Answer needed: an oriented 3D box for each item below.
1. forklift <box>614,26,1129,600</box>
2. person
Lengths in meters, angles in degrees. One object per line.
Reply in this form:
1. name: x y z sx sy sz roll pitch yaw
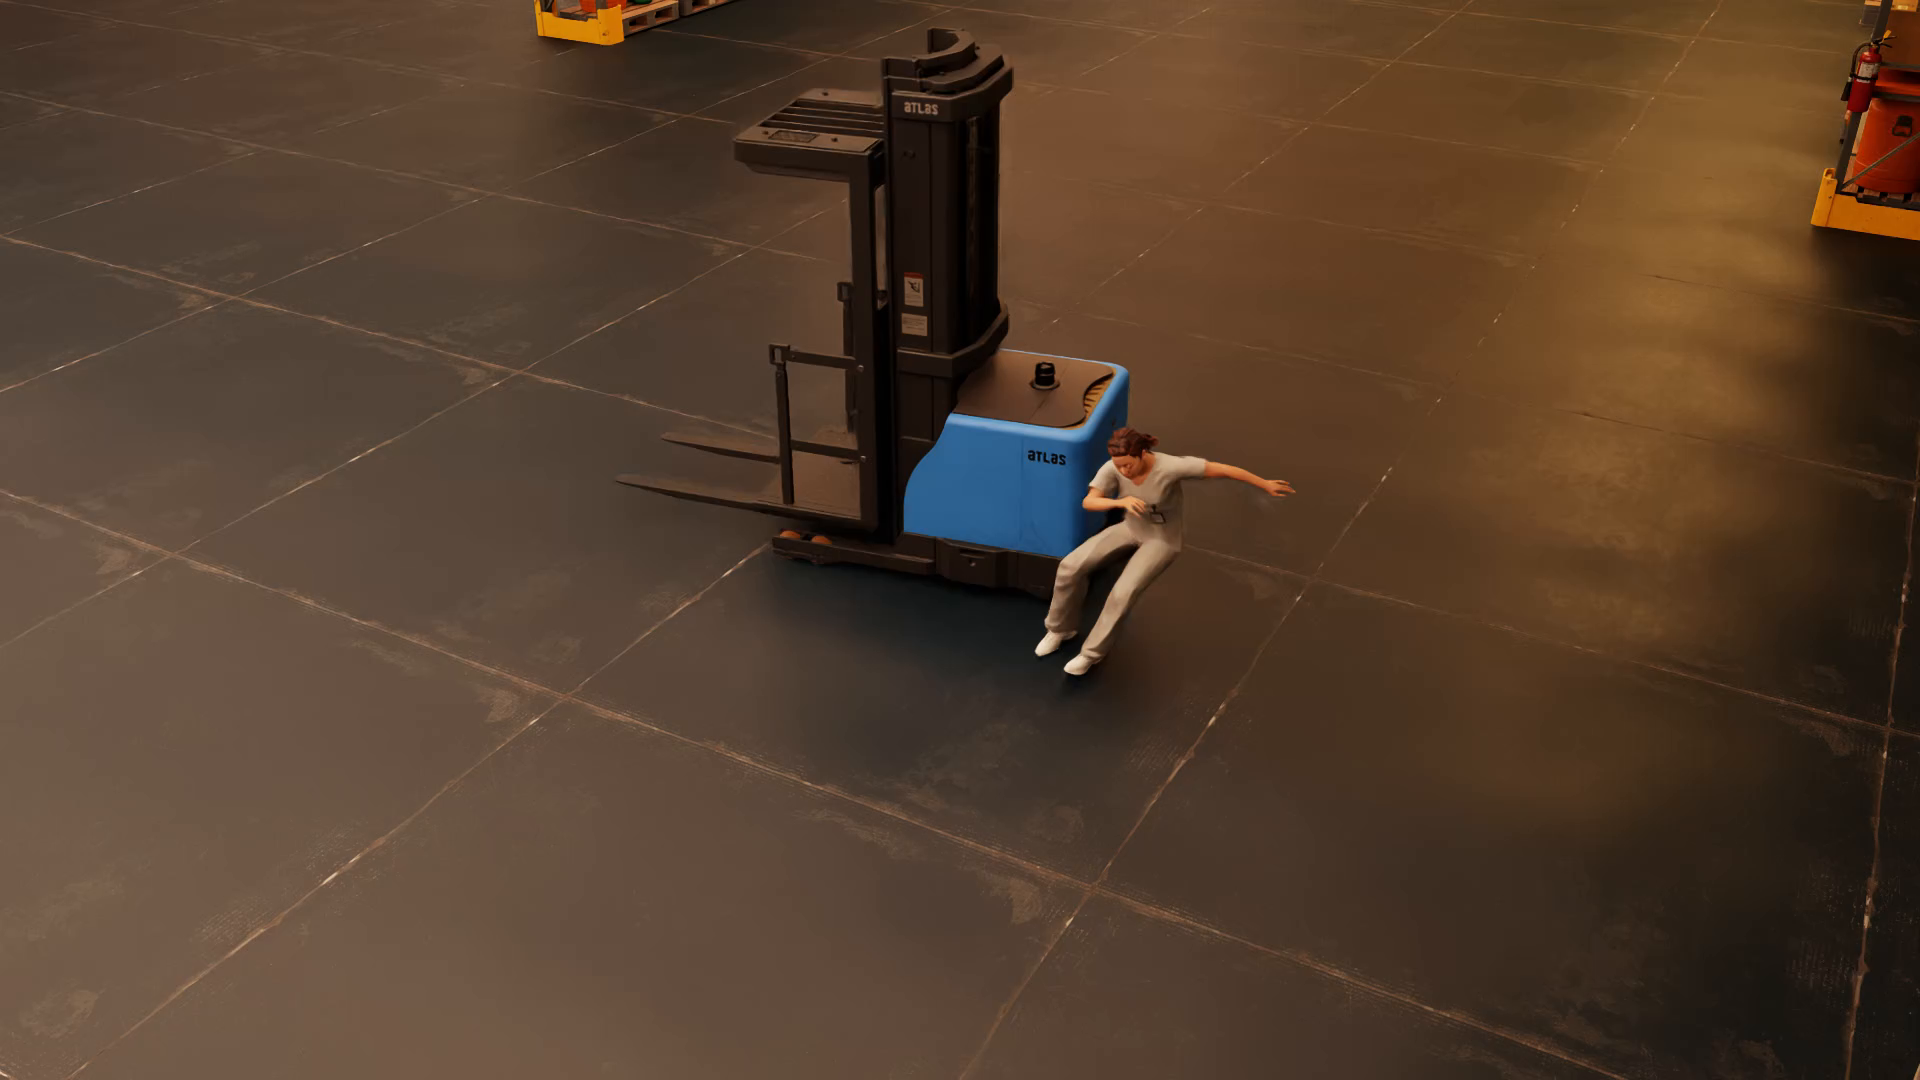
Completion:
1. forklift: -0.584 -1.363 9.432 3.031 2.935 1.130 10 31 16
2. person: 1.007 0.081 8.556 1.134 1.359 0.827 18 34 28
